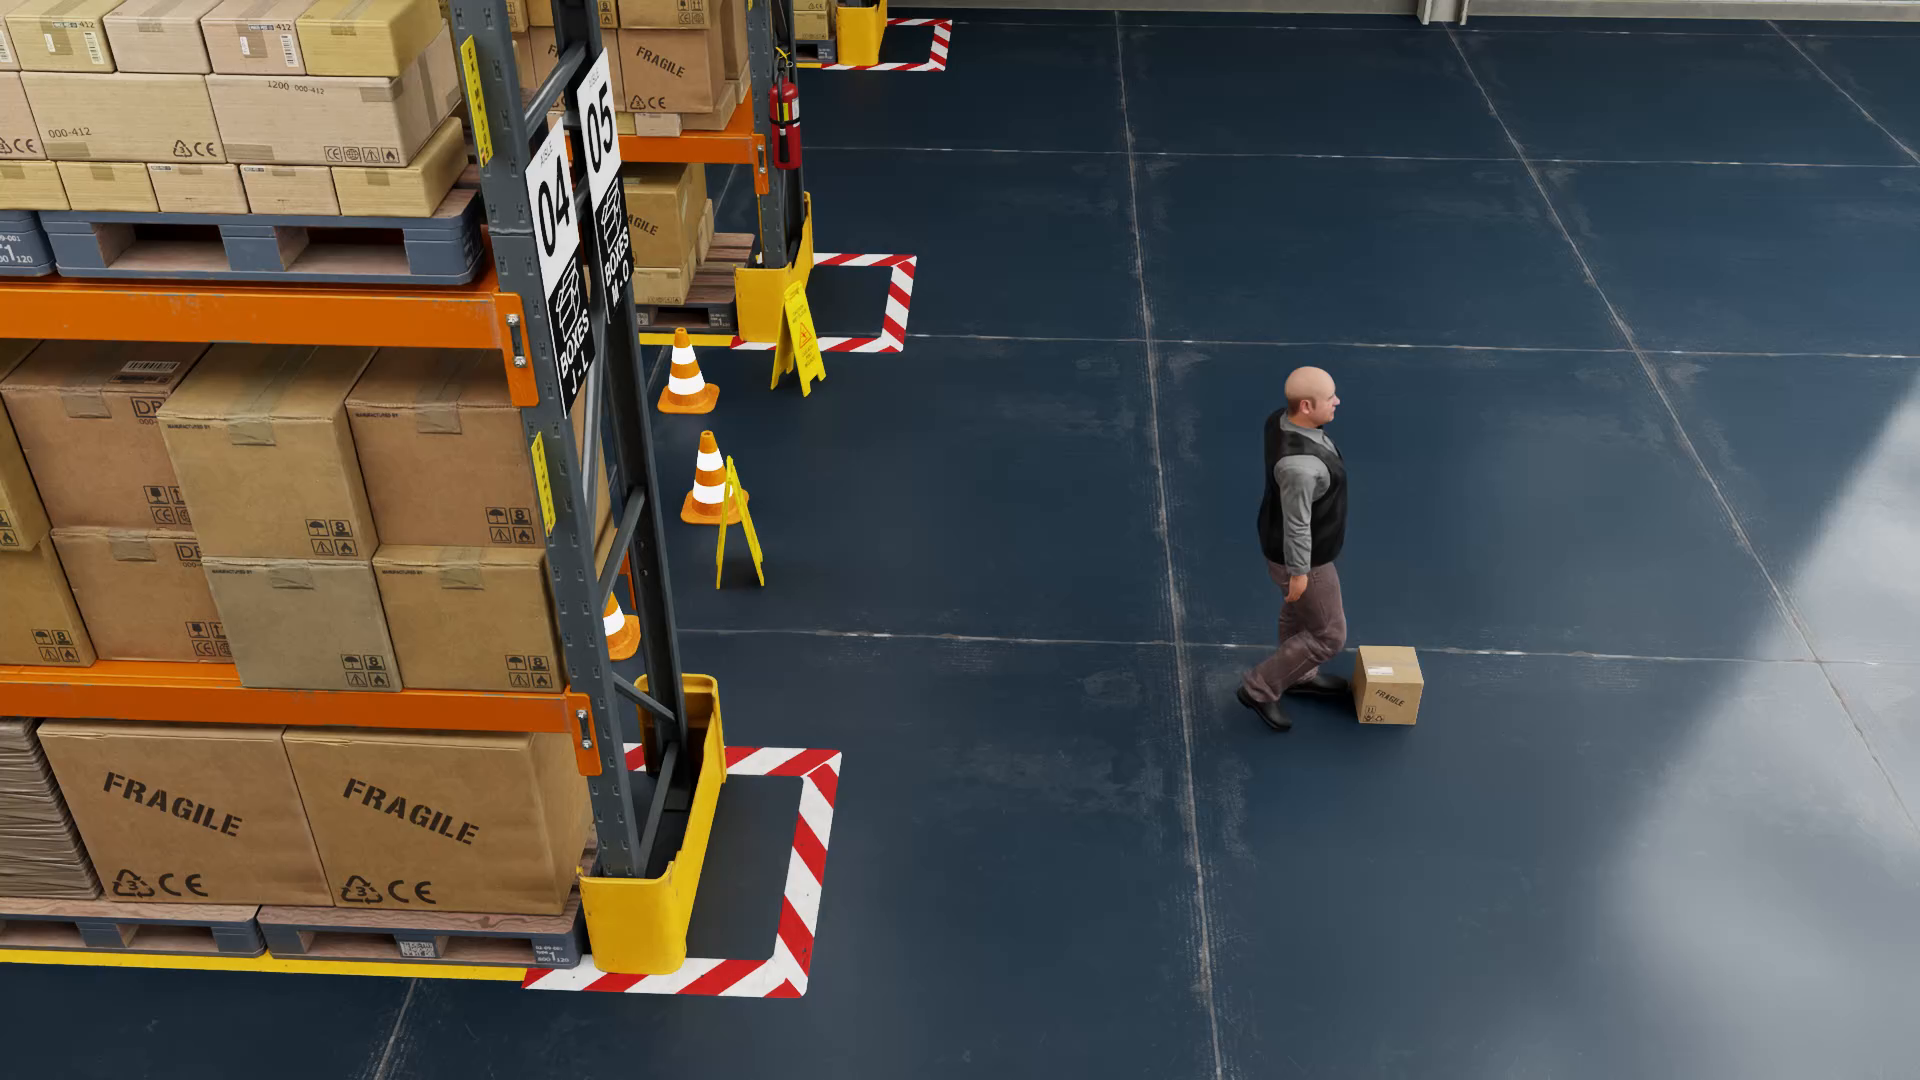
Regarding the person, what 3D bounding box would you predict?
[{"bbox_3d":[1.502,0.033,7.072,0.540,1.719,0.558,1,35,2],"label":"person"}]
